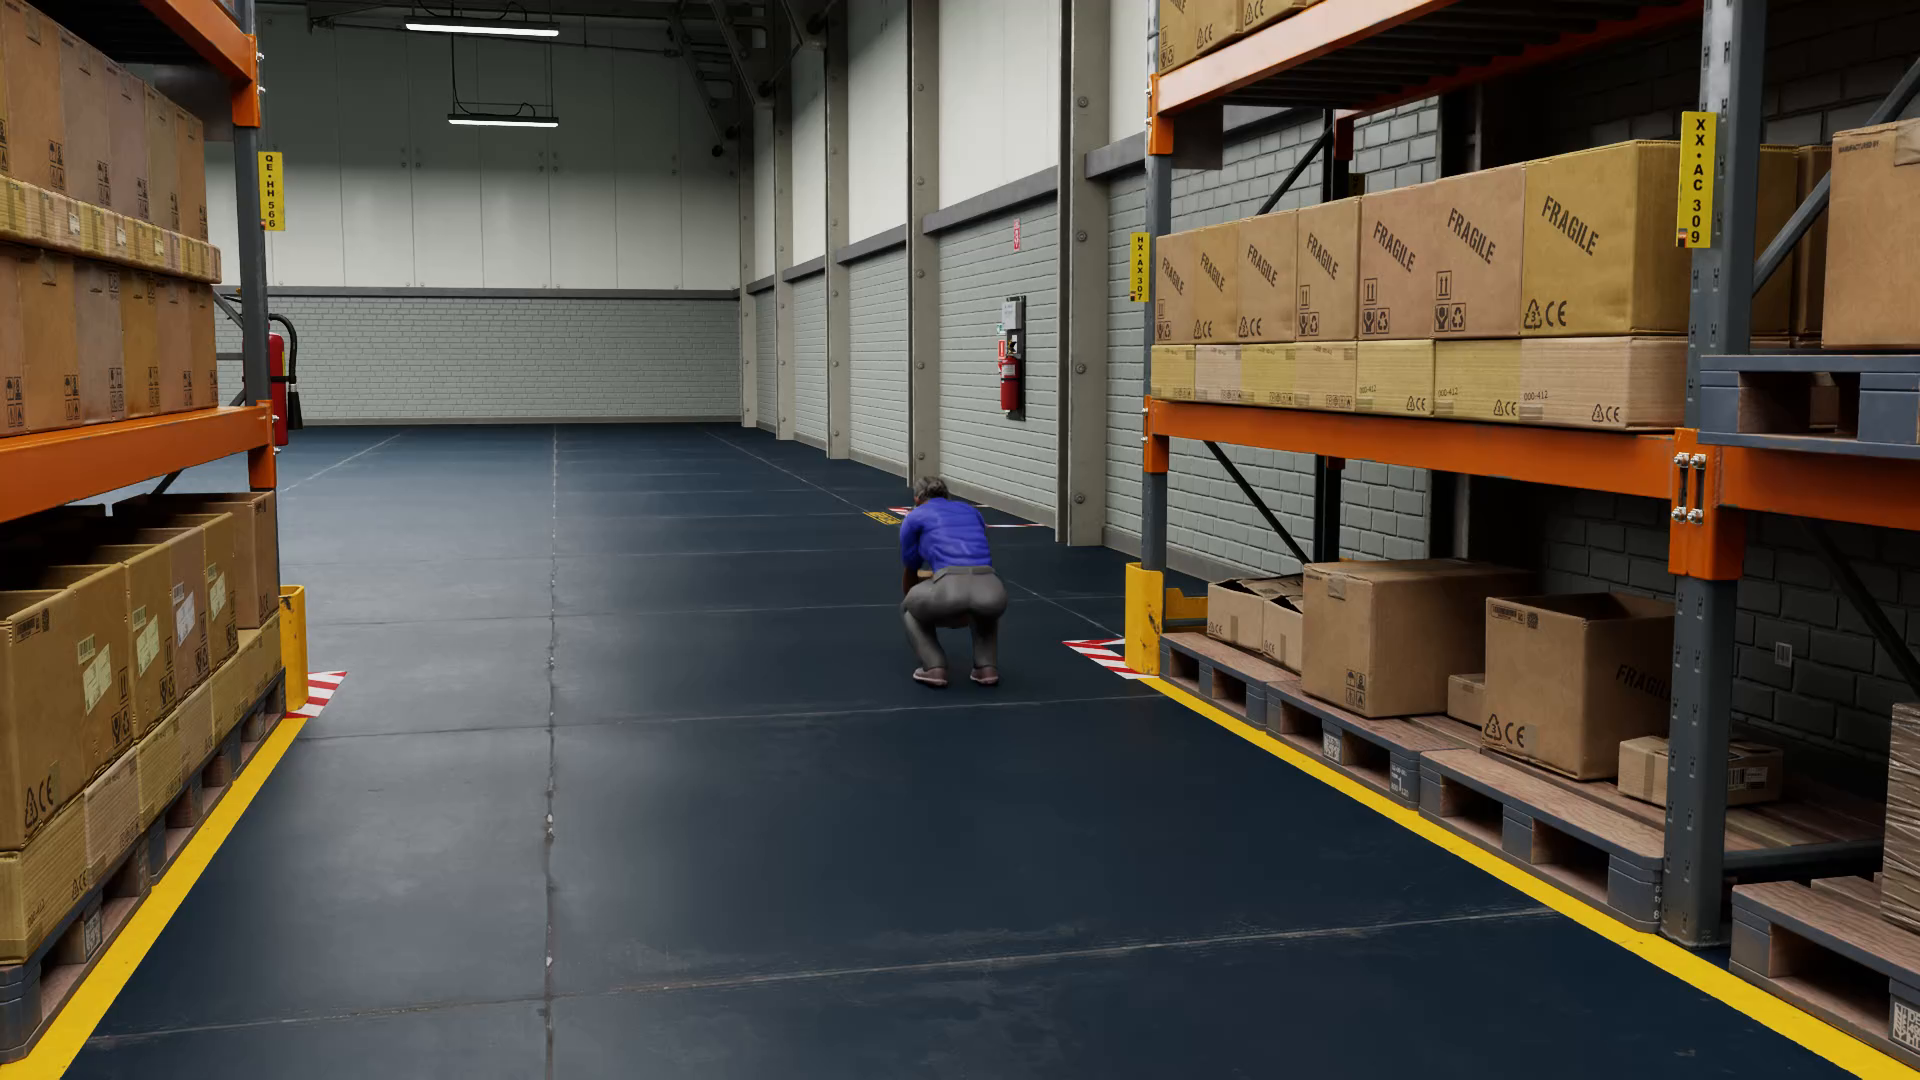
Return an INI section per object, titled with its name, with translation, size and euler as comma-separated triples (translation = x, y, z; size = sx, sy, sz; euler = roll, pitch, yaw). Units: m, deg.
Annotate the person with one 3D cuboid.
[person]
translation = -0.046, 0.185, 7.856
size = 0.462, 0.949, 0.837
euler = -1, 6, -13
